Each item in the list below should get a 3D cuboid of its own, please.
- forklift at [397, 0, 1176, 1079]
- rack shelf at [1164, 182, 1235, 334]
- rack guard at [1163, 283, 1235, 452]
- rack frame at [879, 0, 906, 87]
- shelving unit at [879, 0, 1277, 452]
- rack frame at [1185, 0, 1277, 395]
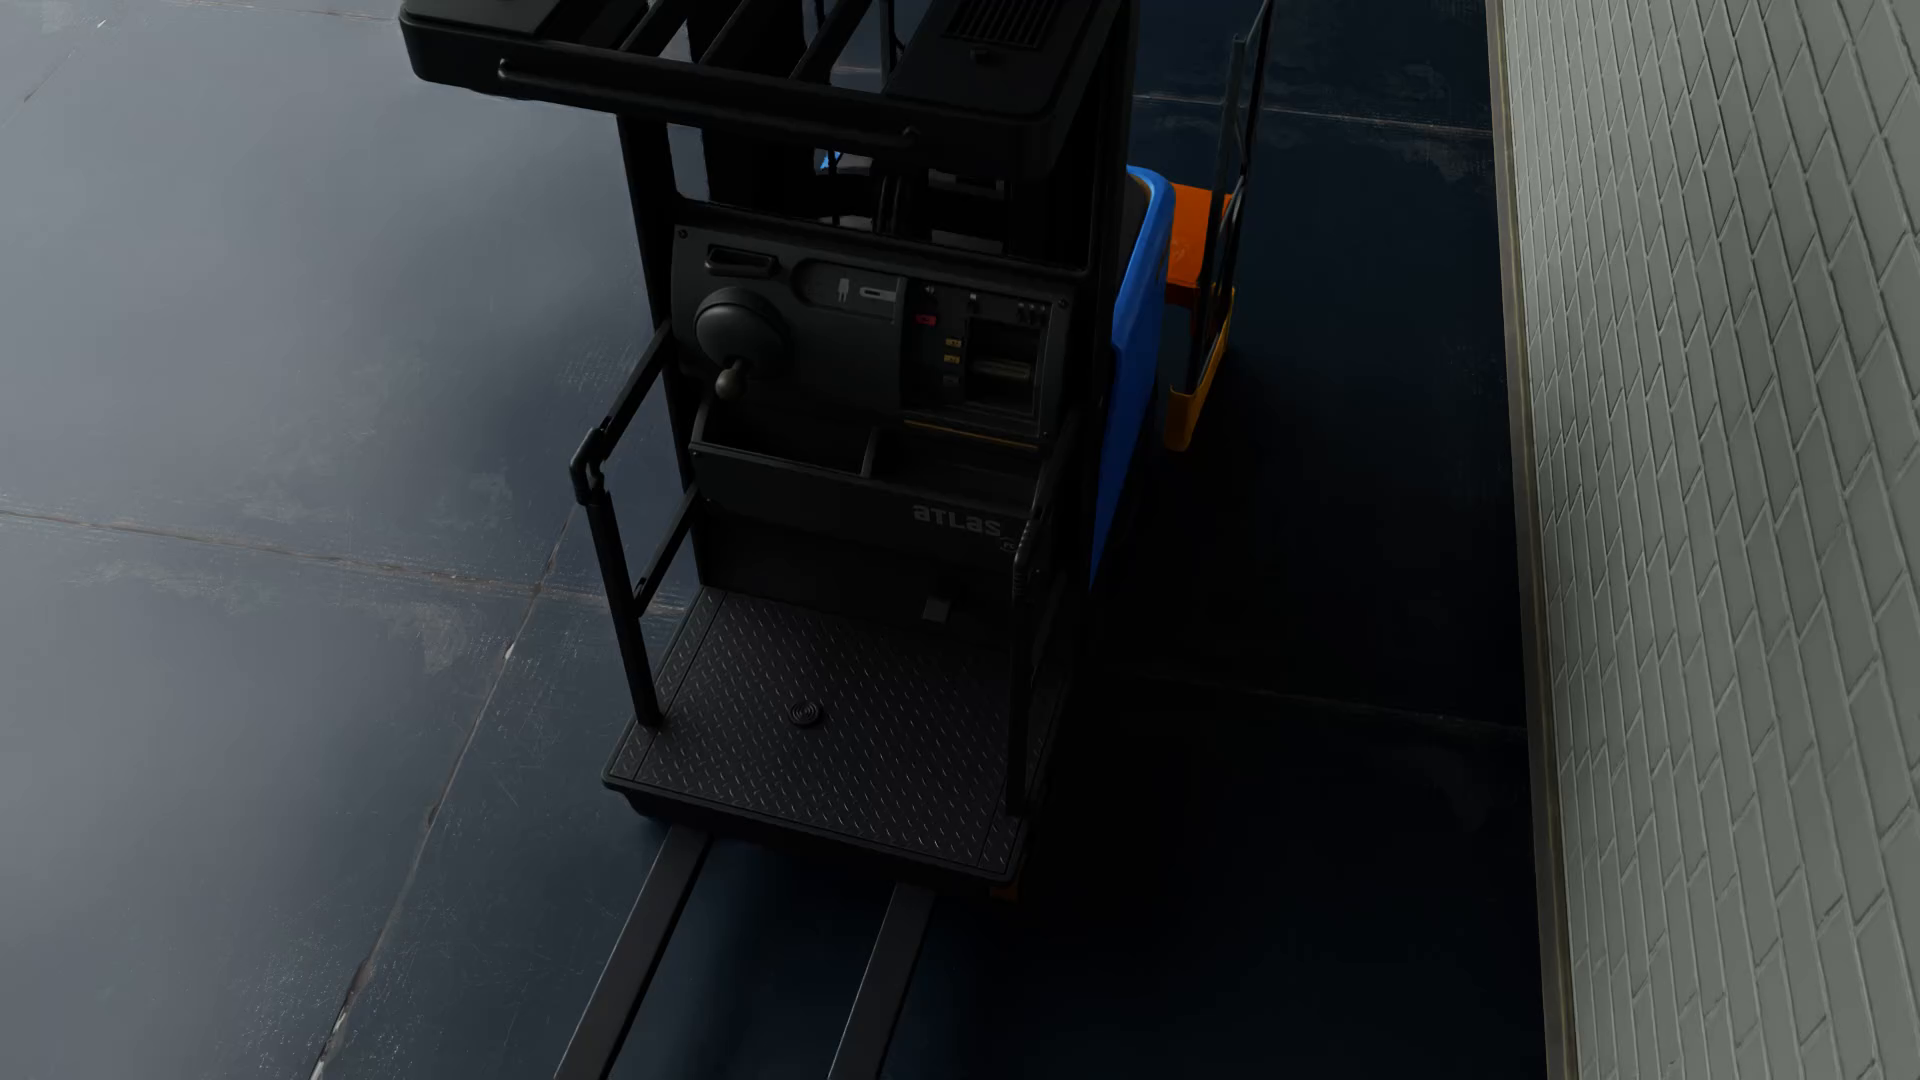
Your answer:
[{"bbox_3d":[-0.266,-0.362,3.605,1.130,2.935,3.031,12,49,11],"label":"forklift"},{"bbox_3d":[0.347,-1.008,5.389,1.000,0.185,0.538,15,50,13],"label":"rack shelf"},{"bbox_3d":[0.807,-0.587,5.609,0.087,0.250,0.587,15,50,13],"label":"rack guard"},{"bbox_3d":[-0.131,-1.256,5.370,0.032,1.500,0.500,15,50,13],"label":"rack frame"},{"bbox_3d":[0.339,-1.130,5.257,1.083,1.500,0.587,15,50,13],"label":"shelving unit"},{"bbox_3d":[0.826,-1.000,5.140,0.032,1.500,0.500,15,50,13],"label":"rack frame"}]
